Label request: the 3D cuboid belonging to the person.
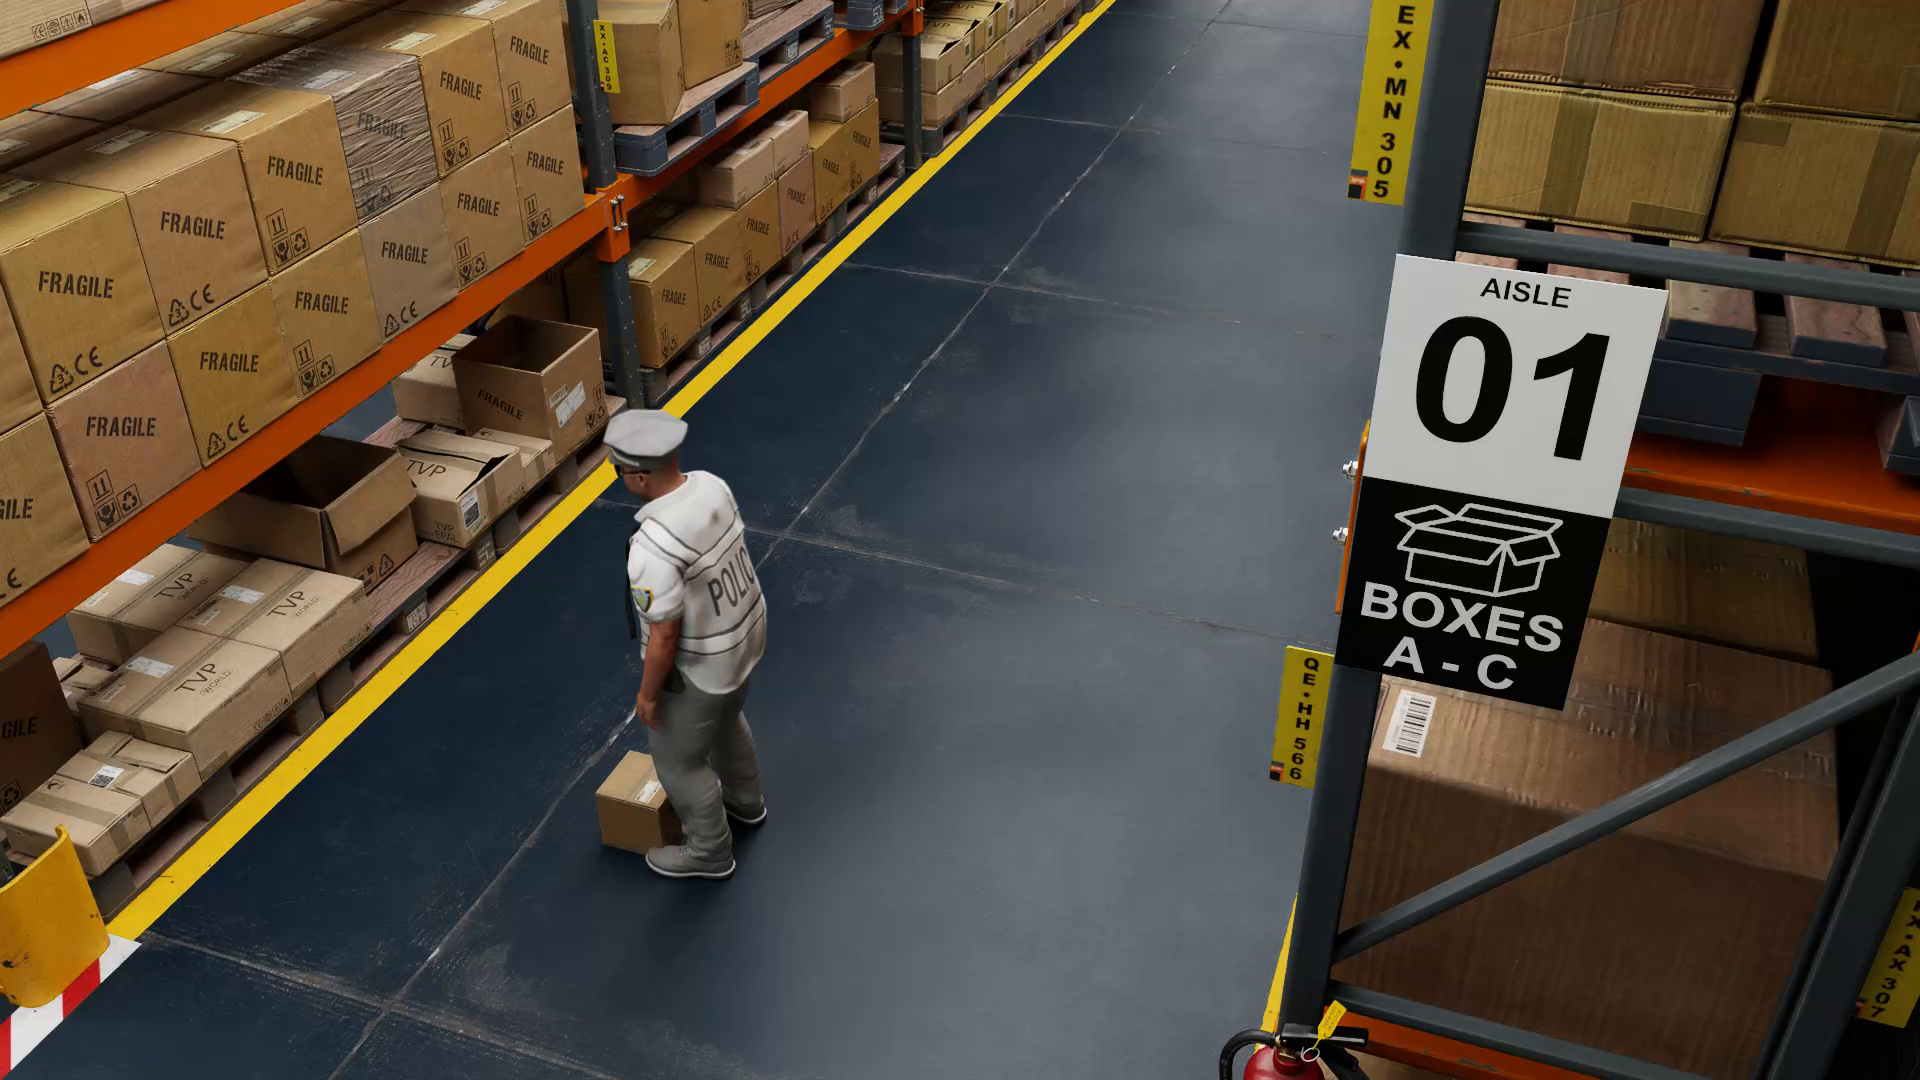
[{"bbox_3d":[-0.878,0.378,5.551,0.432,1.748,0.585,11,35,16],"label":"person"}]
